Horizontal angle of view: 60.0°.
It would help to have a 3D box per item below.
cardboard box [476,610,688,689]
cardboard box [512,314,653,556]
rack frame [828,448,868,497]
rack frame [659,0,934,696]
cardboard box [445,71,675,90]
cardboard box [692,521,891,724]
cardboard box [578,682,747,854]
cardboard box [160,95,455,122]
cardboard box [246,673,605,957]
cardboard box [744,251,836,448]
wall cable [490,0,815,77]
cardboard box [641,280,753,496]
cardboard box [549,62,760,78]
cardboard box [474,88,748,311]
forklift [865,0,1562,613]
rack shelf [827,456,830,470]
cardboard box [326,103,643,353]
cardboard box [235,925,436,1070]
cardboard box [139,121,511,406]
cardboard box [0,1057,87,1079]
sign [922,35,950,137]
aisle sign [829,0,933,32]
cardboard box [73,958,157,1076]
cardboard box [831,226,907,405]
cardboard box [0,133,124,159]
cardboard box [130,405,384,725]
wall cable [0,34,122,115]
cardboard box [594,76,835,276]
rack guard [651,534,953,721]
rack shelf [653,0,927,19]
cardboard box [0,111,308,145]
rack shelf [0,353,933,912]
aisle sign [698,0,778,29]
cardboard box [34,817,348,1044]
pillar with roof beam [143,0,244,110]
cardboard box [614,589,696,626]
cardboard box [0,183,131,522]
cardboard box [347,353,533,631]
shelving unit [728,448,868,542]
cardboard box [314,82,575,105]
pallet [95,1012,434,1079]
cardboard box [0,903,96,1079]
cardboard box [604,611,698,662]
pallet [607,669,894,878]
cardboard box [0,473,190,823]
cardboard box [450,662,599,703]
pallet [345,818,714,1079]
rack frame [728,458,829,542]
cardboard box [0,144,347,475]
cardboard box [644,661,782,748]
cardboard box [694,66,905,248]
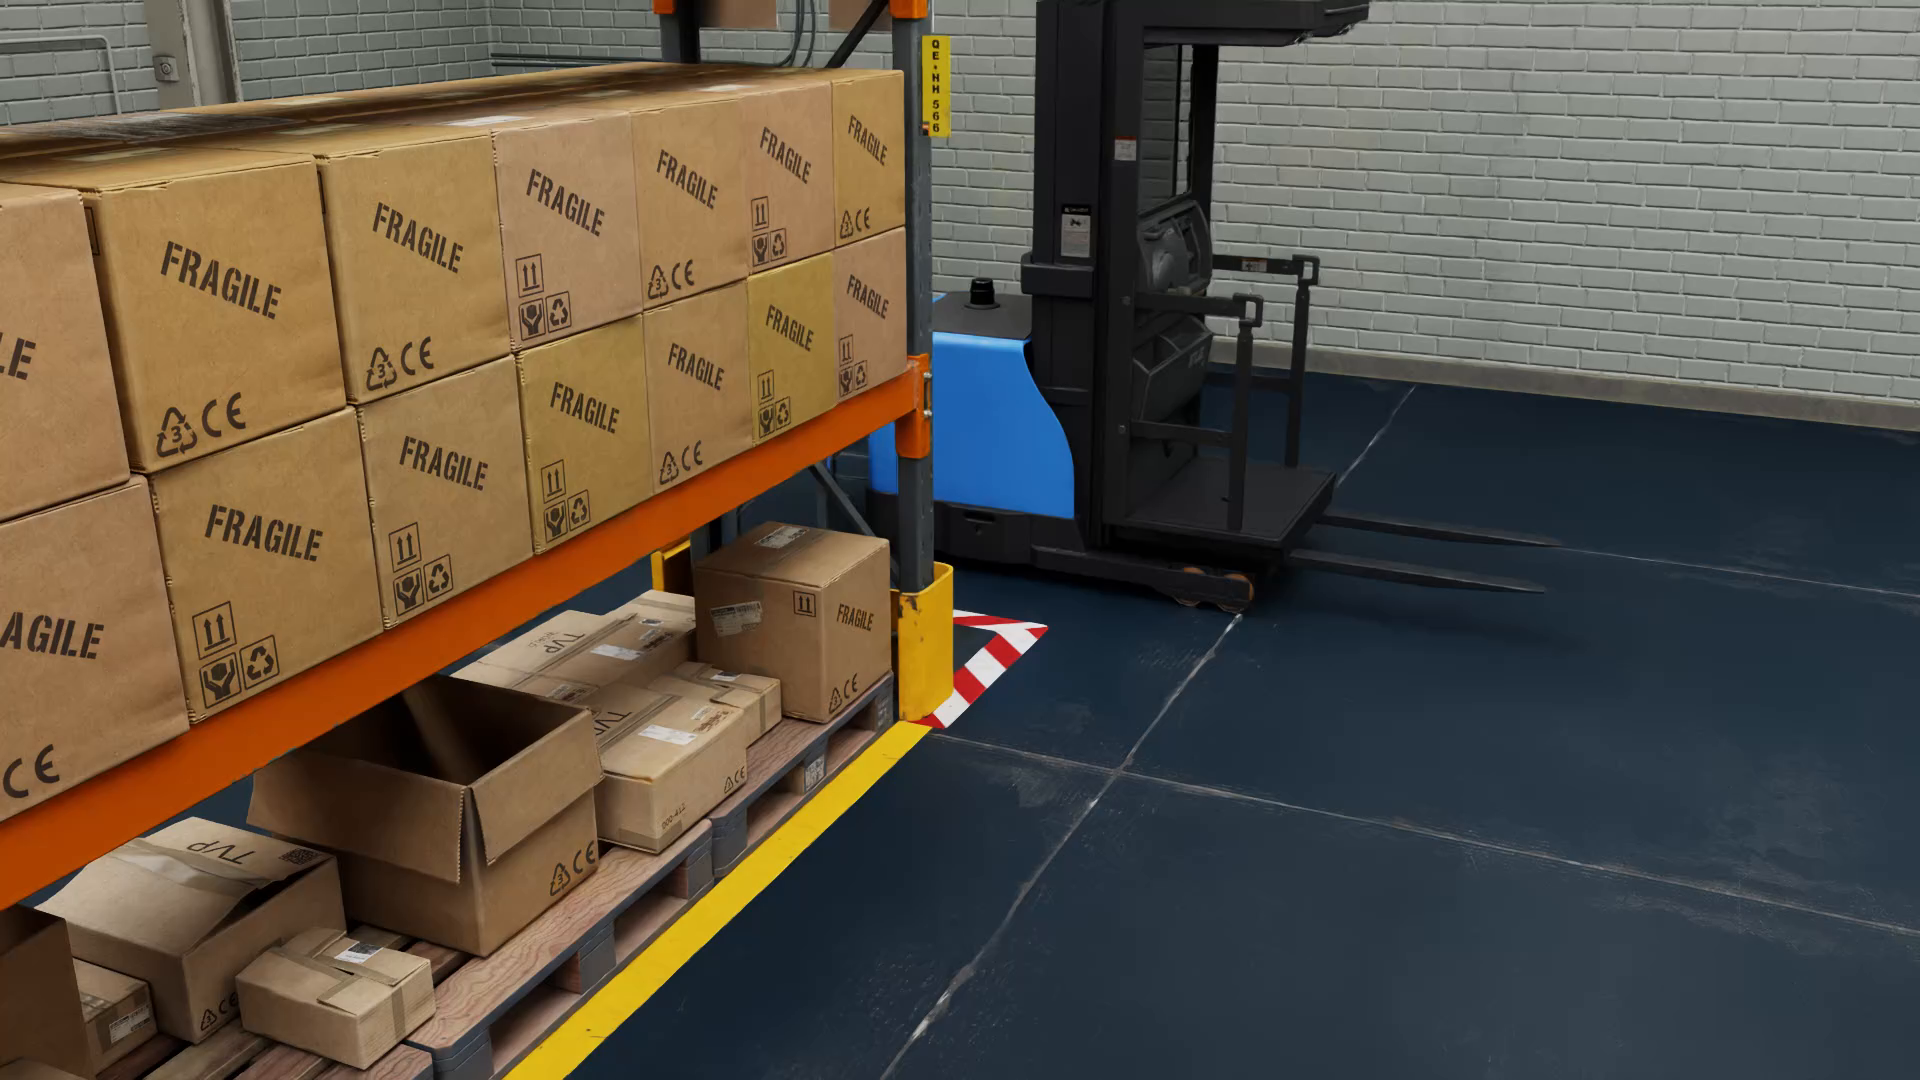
[{"bbox_3d":[-1.263,0.471,5.615,0.500,0.250,0.500,9,21,23],"label":"cardboard box"},{"bbox_3d":[-1.137,-0.305,4.201,0.500,0.500,0.500,8,21,22],"label":"cardboard box"},{"bbox_3d":[-0.455,-0.914,8.300,0.500,1.500,0.032,8,21,20],"label":"rack frame"},{"bbox_3d":[-0.577,-0.897,6.015,1.000,3.000,0.127,9,21,23],"label":"rack frame"},{"bbox_3d":[-1.206,-1.155,5.099,0.500,0.500,0.500,9,21,23],"label":"cardboard box"},{"bbox_3d":[-0.575,0.273,5.798,0.500,0.500,0.500,9,21,23],"label":"cardboard box"},{"bbox_3d":[-0.991,0.677,5.035,0.500,0.250,0.500,9,21,23],"label":"cardboard box"},{"bbox_3d":[-1.623,-0.848,4.234,0.500,0.500,0.500,8,21,22],"label":"cardboard box"},{"bbox_3d":[-1.450,0.719,4.539,0.797,0.503,0.637,9,21,23],"label":"cardboard box"},{"bbox_3d":[-0.721,-0.611,5.061,0.500,0.500,0.500,9,21,23],"label":"cardboard box"},{"bbox_3d":[-2.455,-4.619,12.162,3.097,2.526,0.112,9,21,23],"label":"wall cable"},{"bbox_3d":[-0.930,-0.459,4.635,0.500,0.500,0.500,9,21,23],"label":"cardboard box"},{"bbox_3d":[-0.999,-1.316,5.551,0.500,0.500,0.500,9,22,24],"label":"cardboard box"},{"bbox_3d":[-0.922,-0.928,4.460,0.500,0.500,0.500,9,22,24],"label":"cardboard box"},{"bbox_3d":[1.120,-1.272,7.172,3.031,2.935,1.130,9,21,23],"label":"forklift"},{"bbox_3d":[-0.642,-0.586,7.915,0.538,0.185,1.000,8,21,20],"label":"rack shelf"},{"bbox_3d":[-1.133,-0.771,4.019,0.500,0.500,0.500,9,22,24],"label":"cardboard box"},{"bbox_3d":[-1.500,1.089,4.003,0.380,0.166,0.250,9,21,23],"label":"cardboard box"},{"bbox_3d":[-1.343,-0.613,3.575,0.500,0.500,0.500,8,21,21],"label":"cardboard box"},{"bbox_3d":[-1.846,1.286,3.231,0.500,0.311,0.500,9,21,23],"label":"cardboard box"},{"bbox_3d":[-0.079,-1.509,5.537,0.100,0.325,0.005,9,21,23],"label":"sign"},{"bbox_3d":[-0.269,-2.101,5.520,0.394,0.787,0.004,9,21,23],"label":"aisle sign"},{"bbox_3d":[-2.141,1.125,3.926,0.380,0.149,0.250,9,21,23],"label":"cardboard box"},{"bbox_3d":[-0.512,-0.770,5.509,0.500,0.500,0.500,9,22,24],"label":"cardboard box"},{"bbox_3d":[-2.037,-0.540,3.369,0.500,0.500,0.500,8,21,22],"label":"cardboard box"},{"bbox_3d":[-1.551,0.003,3.335,0.500,0.500,0.500,9,21,24],"label":"cardboard box"},{"bbox_3d":[-5.436,-2.576,9.219,0.084,1.984,1.851,9,21,23],"label":"wall cable"},{"bbox_3d":[-0.714,-1.087,4.908,0.500,0.500,0.500,9,22,24],"label":"cardboard box"},{"bbox_3d":[-0.608,0.304,6.369,1.175,0.500,0.348,9,21,23],"label":"rack guard"},{"bbox_3d":[-1.396,-1.360,3.914,1.077,0.370,4.000,9,21,23],"label":"rack shelf"},{"bbox_3d":[-1.830,-0.694,3.802,0.500,0.500,0.500,9,21,23],"label":"cardboard box"},{"bbox_3d":[-1.396,0.053,4.417,1.077,0.370,4.000,9,21,23],"label":"rack shelf"},{"bbox_3d":[-0.817,-2.183,5.752,0.394,0.787,0.004,9,21,23],"label":"aisle sign"},{"bbox_3d":[-1.933,0.943,4.198,0.500,0.311,0.500,9,21,23],"label":"cardboard box"},{"bbox_3d":[-0.854,-4.756,7.912,9.100,9.000,0.400,9,21,23],"label":"pillar with roof beam"},{"bbox_3d":[-1.062,0.319,6.192,0.380,0.149,0.250,9,21,23],"label":"cardboard box"},{"bbox_3d":[-1.765,-0.298,2.689,0.500,0.500,0.500,9,22,24],"label":"cardboard box"},{"bbox_3d":[-1.344,-0.150,3.764,0.500,0.500,0.500,8,21,22],"label":"cardboard box"},{"bbox_3d":[-0.642,-0.756,7.855,0.538,1.500,1.048,8,21,20],"label":"shelving unit"},{"bbox_3d":[-1.416,-1.003,4.671,0.500,0.500,0.500,9,21,23],"label":"cardboard box"},{"bbox_3d":[-1.933,1.430,3.634,1.003,0.211,1.213,9,21,23],"label":"pallet"},{"bbox_3d":[-2.240,1.083,3.521,0.500,0.500,0.500,9,21,23],"label":"cardboard box"},{"bbox_3d":[-1.164,0.388,5.974,0.380,0.166,0.250,9,21,23],"label":"cardboard box"},{"bbox_3d":[-0.934,0.684,5.732,1.003,0.211,1.213,9,21,23],"label":"pallet"},{"bbox_3d":[-1.757,0.160,2.893,0.500,0.500,0.500,9,22,24],"label":"cardboard box"},{"bbox_3d":[-1.468,0.624,5.185,0.500,0.250,0.500,9,21,23],"label":"cardboard box"},{"bbox_3d":[-1.434,1.055,4.687,1.003,0.211,1.213,9,21,23],"label":"pallet"},{"bbox_3d":[-0.829,-0.597,7.409,0.500,1.500,0.032,8,21,20],"label":"rack frame"},{"bbox_3d":[-1.554,-0.456,3.133,0.500,0.500,0.500,8,21,21],"label":"cardboard box"},{"bbox_3d":[-0.823,0.542,5.541,0.380,0.166,0.250,9,21,23],"label":"cardboard box"},{"bbox_3d":[-0.508,-1.242,5.342,0.500,0.500,0.500,8,21,22],"label":"cardboard box"}]
